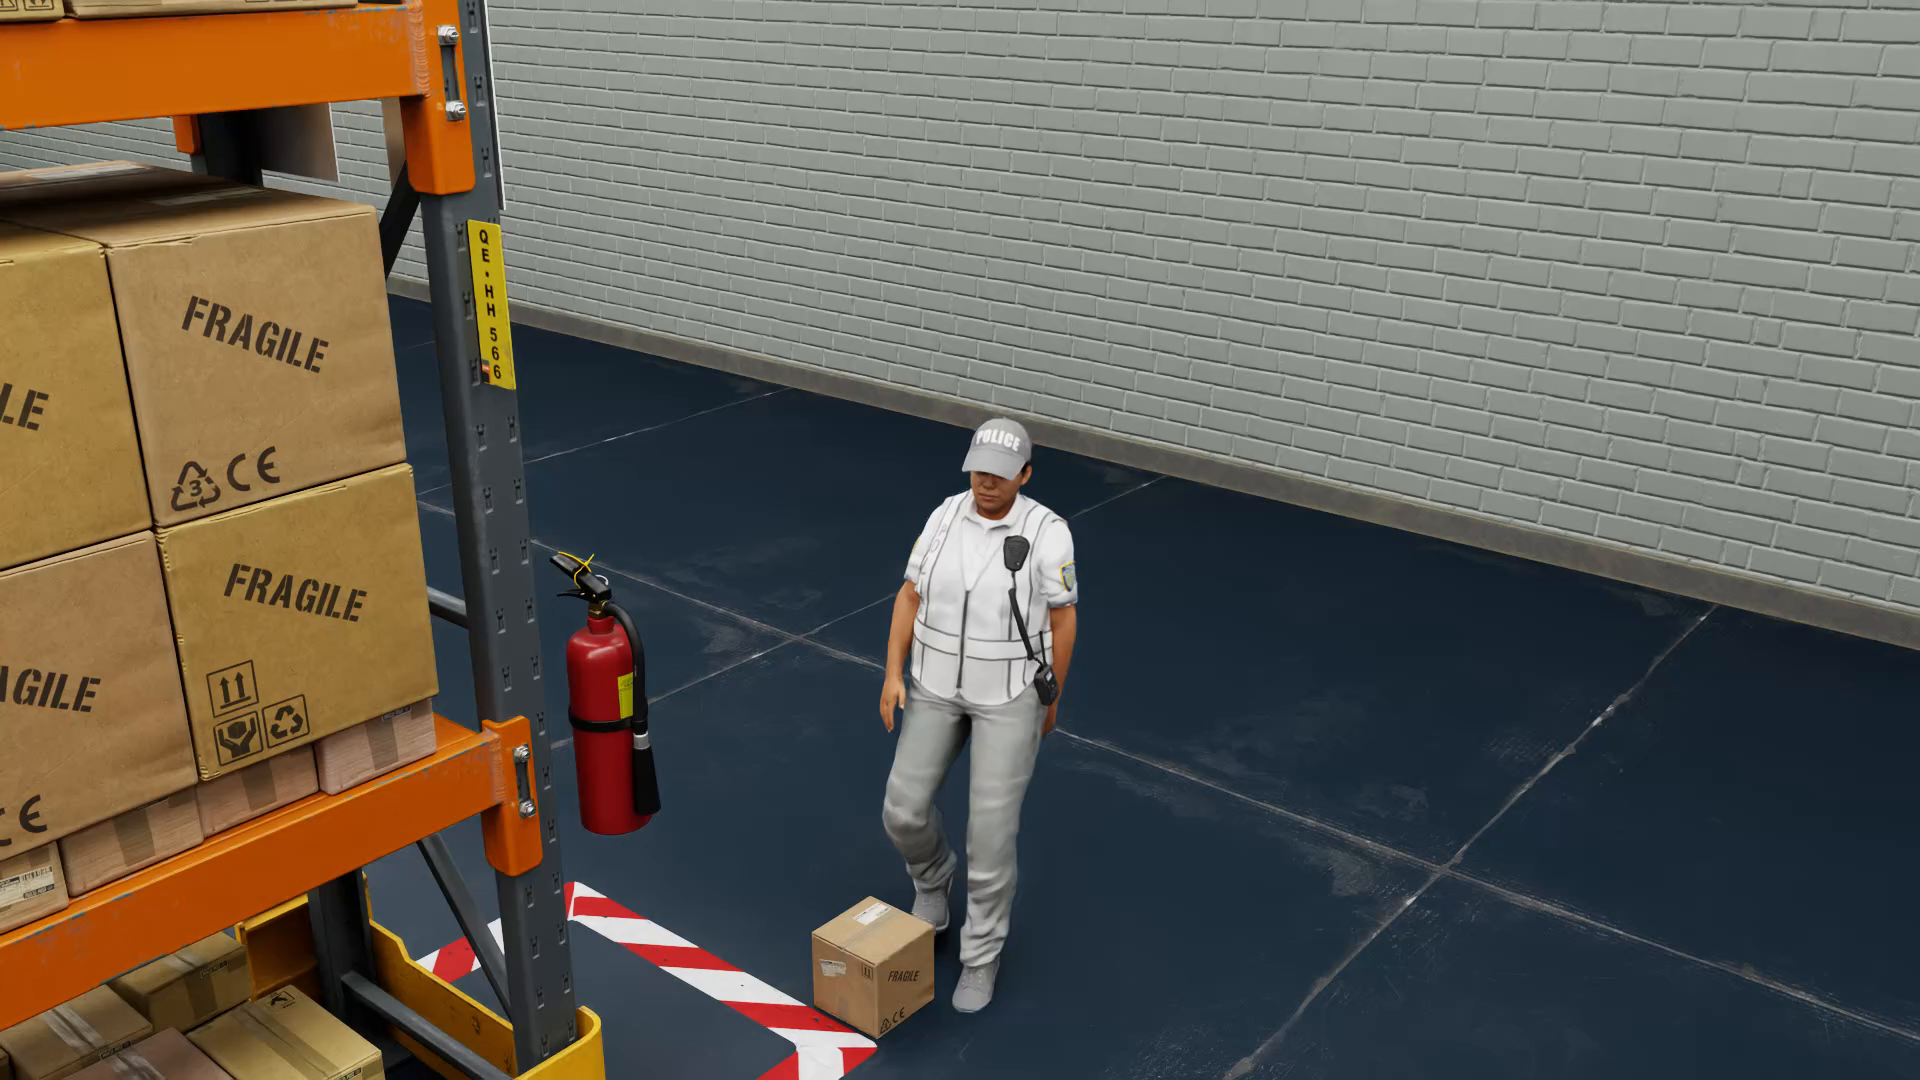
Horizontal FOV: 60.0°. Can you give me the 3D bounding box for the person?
[{"bbox_3d":[0.012,0.508,4.803,0.533,1.688,0.620,8,22,20],"label":"person"}]
